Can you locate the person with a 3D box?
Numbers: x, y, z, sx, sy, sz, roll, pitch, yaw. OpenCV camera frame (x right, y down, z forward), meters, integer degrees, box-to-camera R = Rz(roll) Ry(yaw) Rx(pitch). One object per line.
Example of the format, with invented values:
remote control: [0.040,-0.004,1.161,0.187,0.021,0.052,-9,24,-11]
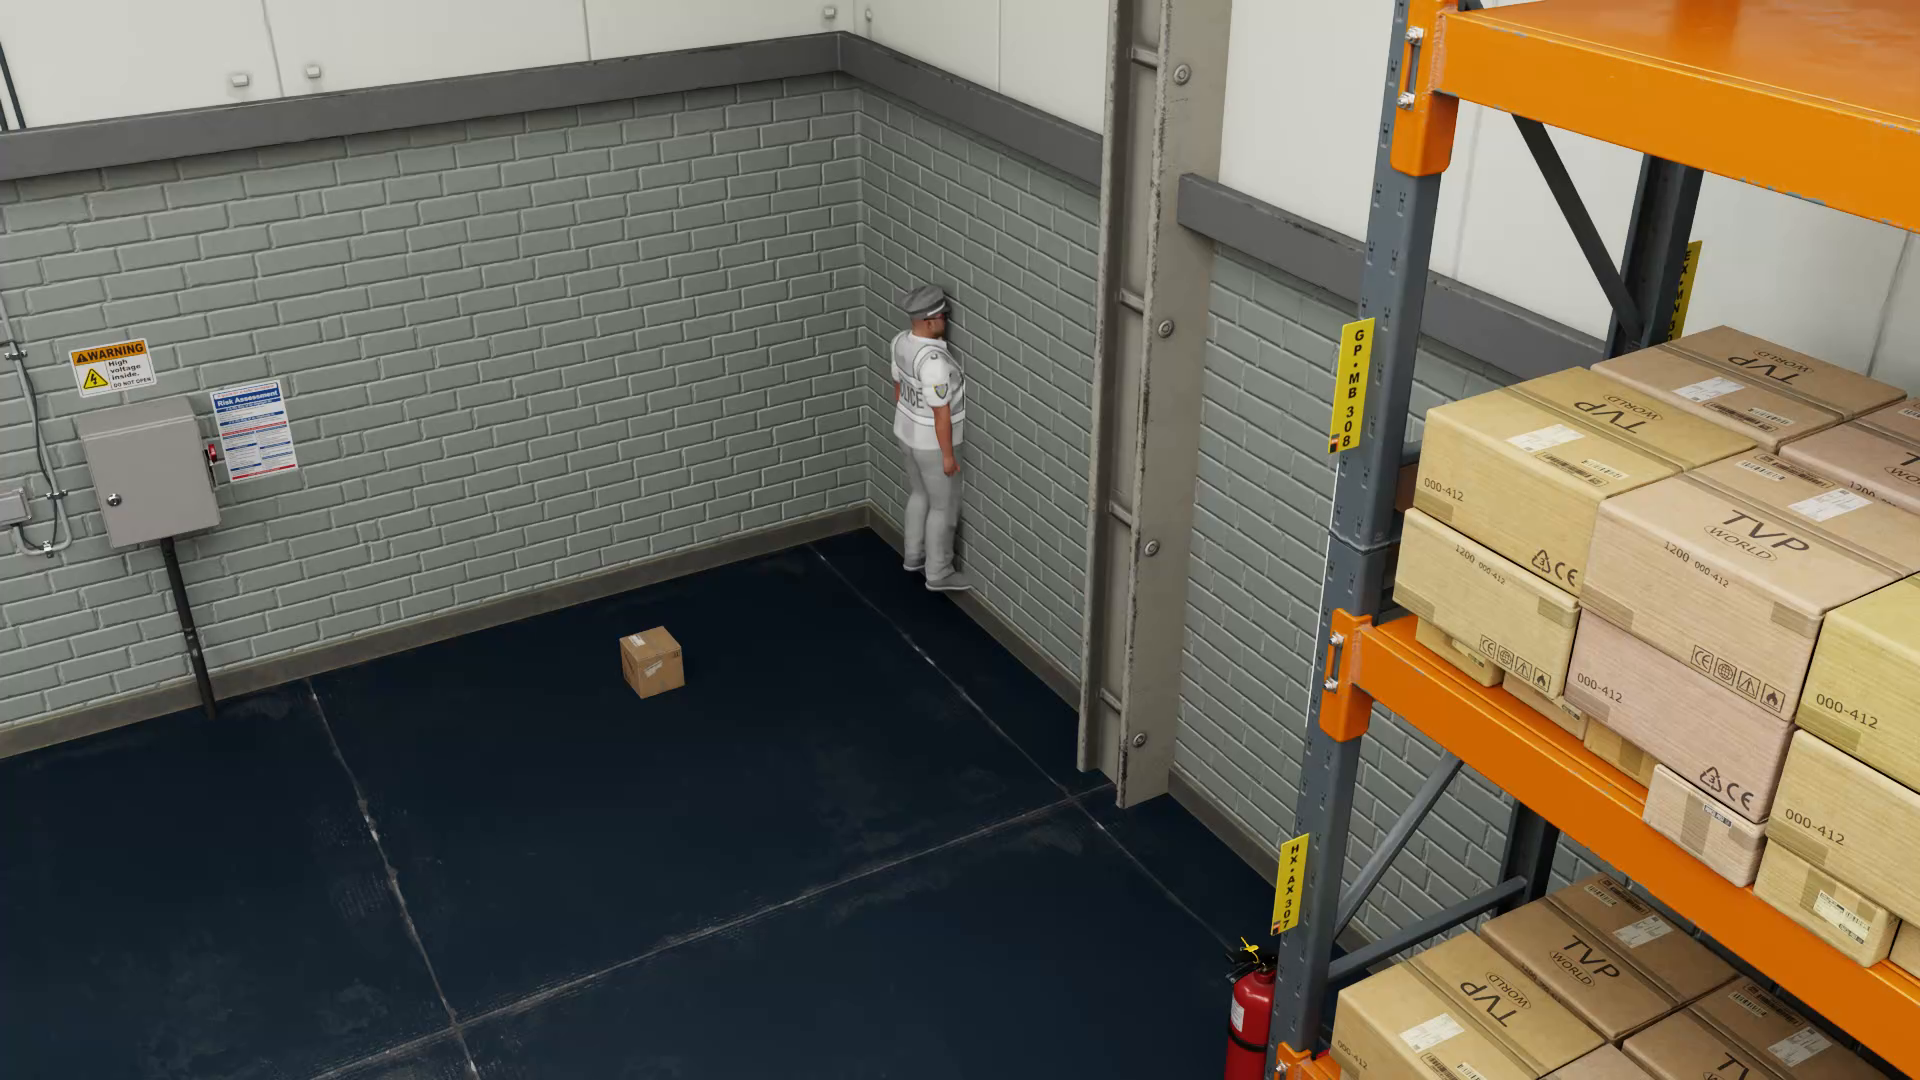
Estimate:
person: [-0.148,-0.573,9.262,0.397,1.773,0.529,-14,32,-24]
